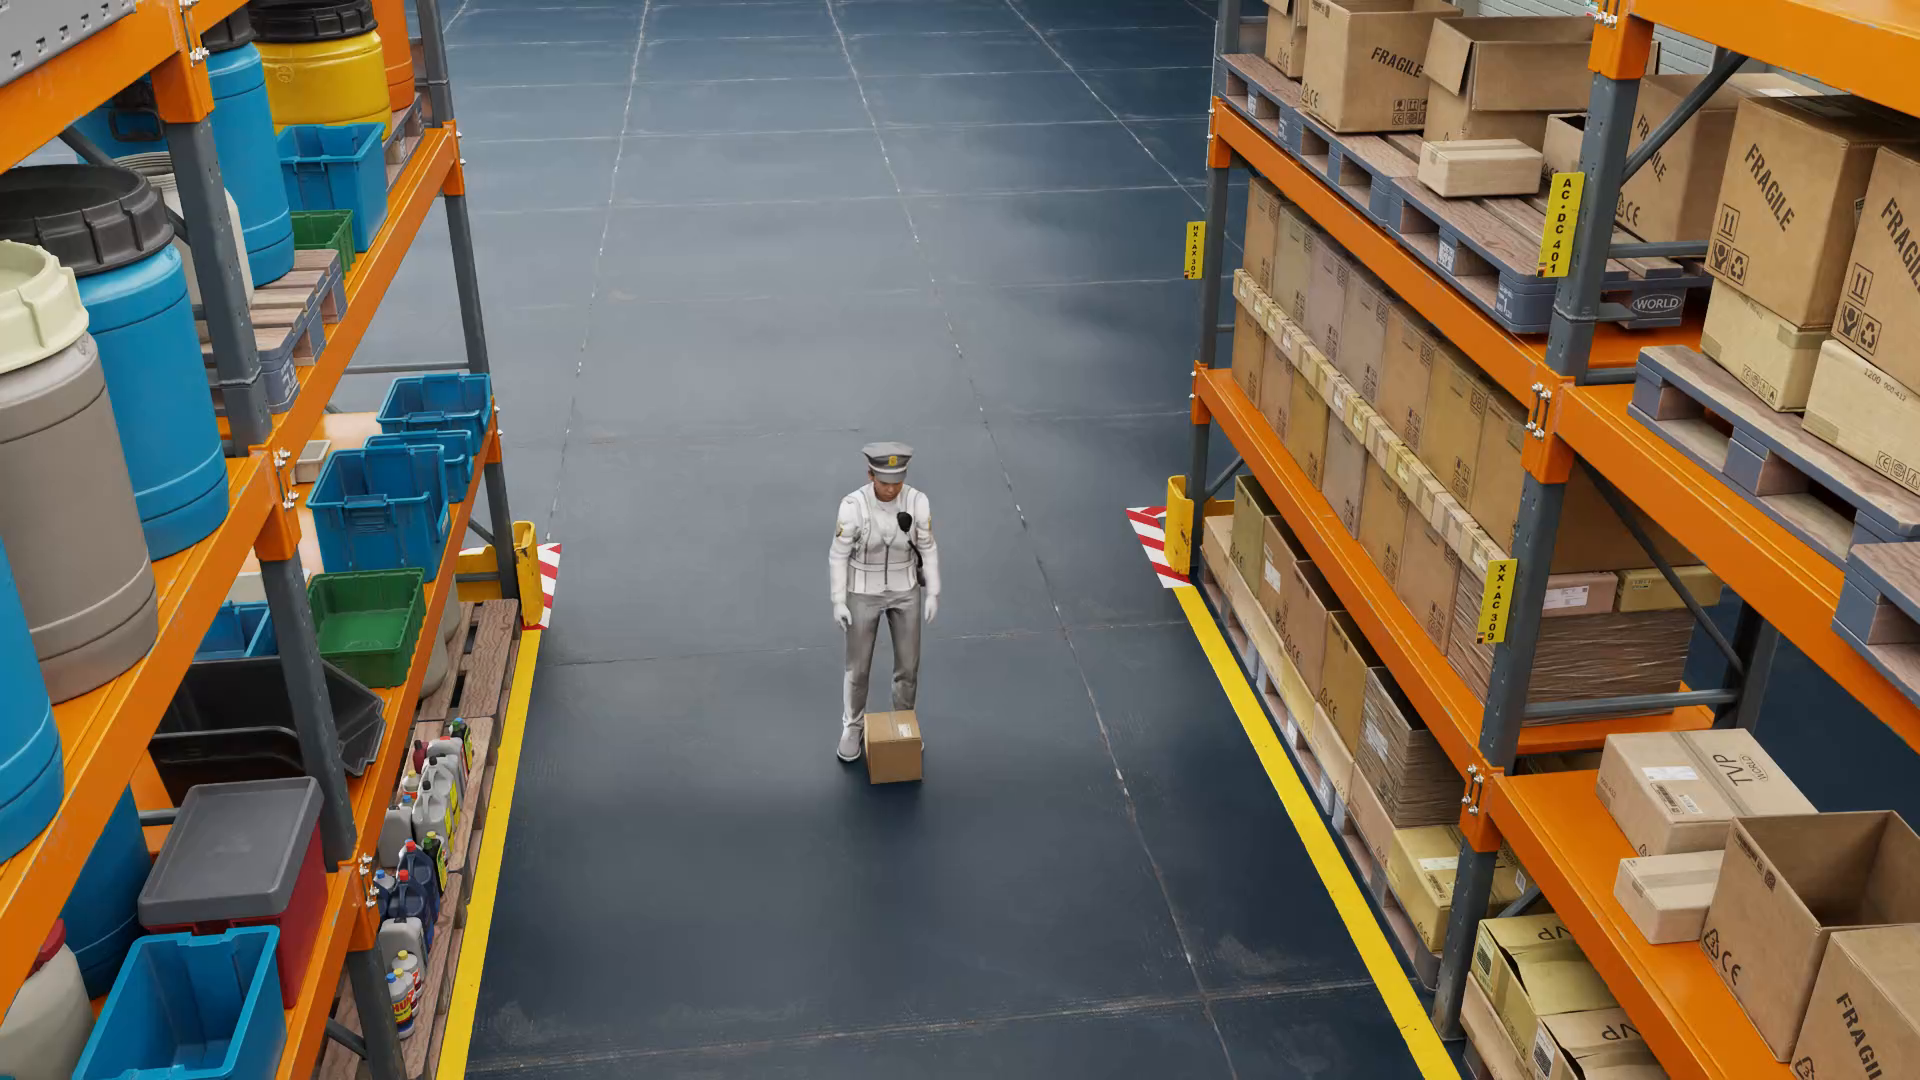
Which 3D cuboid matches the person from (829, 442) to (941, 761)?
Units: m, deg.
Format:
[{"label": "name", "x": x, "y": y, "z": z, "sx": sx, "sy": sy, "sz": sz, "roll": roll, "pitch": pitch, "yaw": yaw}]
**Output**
[{"label": "person", "x": -0.362, "y": 0.280, "z": 8.069, "sx": 0.546, "sy": 1.667, "sz": 0.369, "roll": -5, "pitch": 28, "yaw": -9}]
